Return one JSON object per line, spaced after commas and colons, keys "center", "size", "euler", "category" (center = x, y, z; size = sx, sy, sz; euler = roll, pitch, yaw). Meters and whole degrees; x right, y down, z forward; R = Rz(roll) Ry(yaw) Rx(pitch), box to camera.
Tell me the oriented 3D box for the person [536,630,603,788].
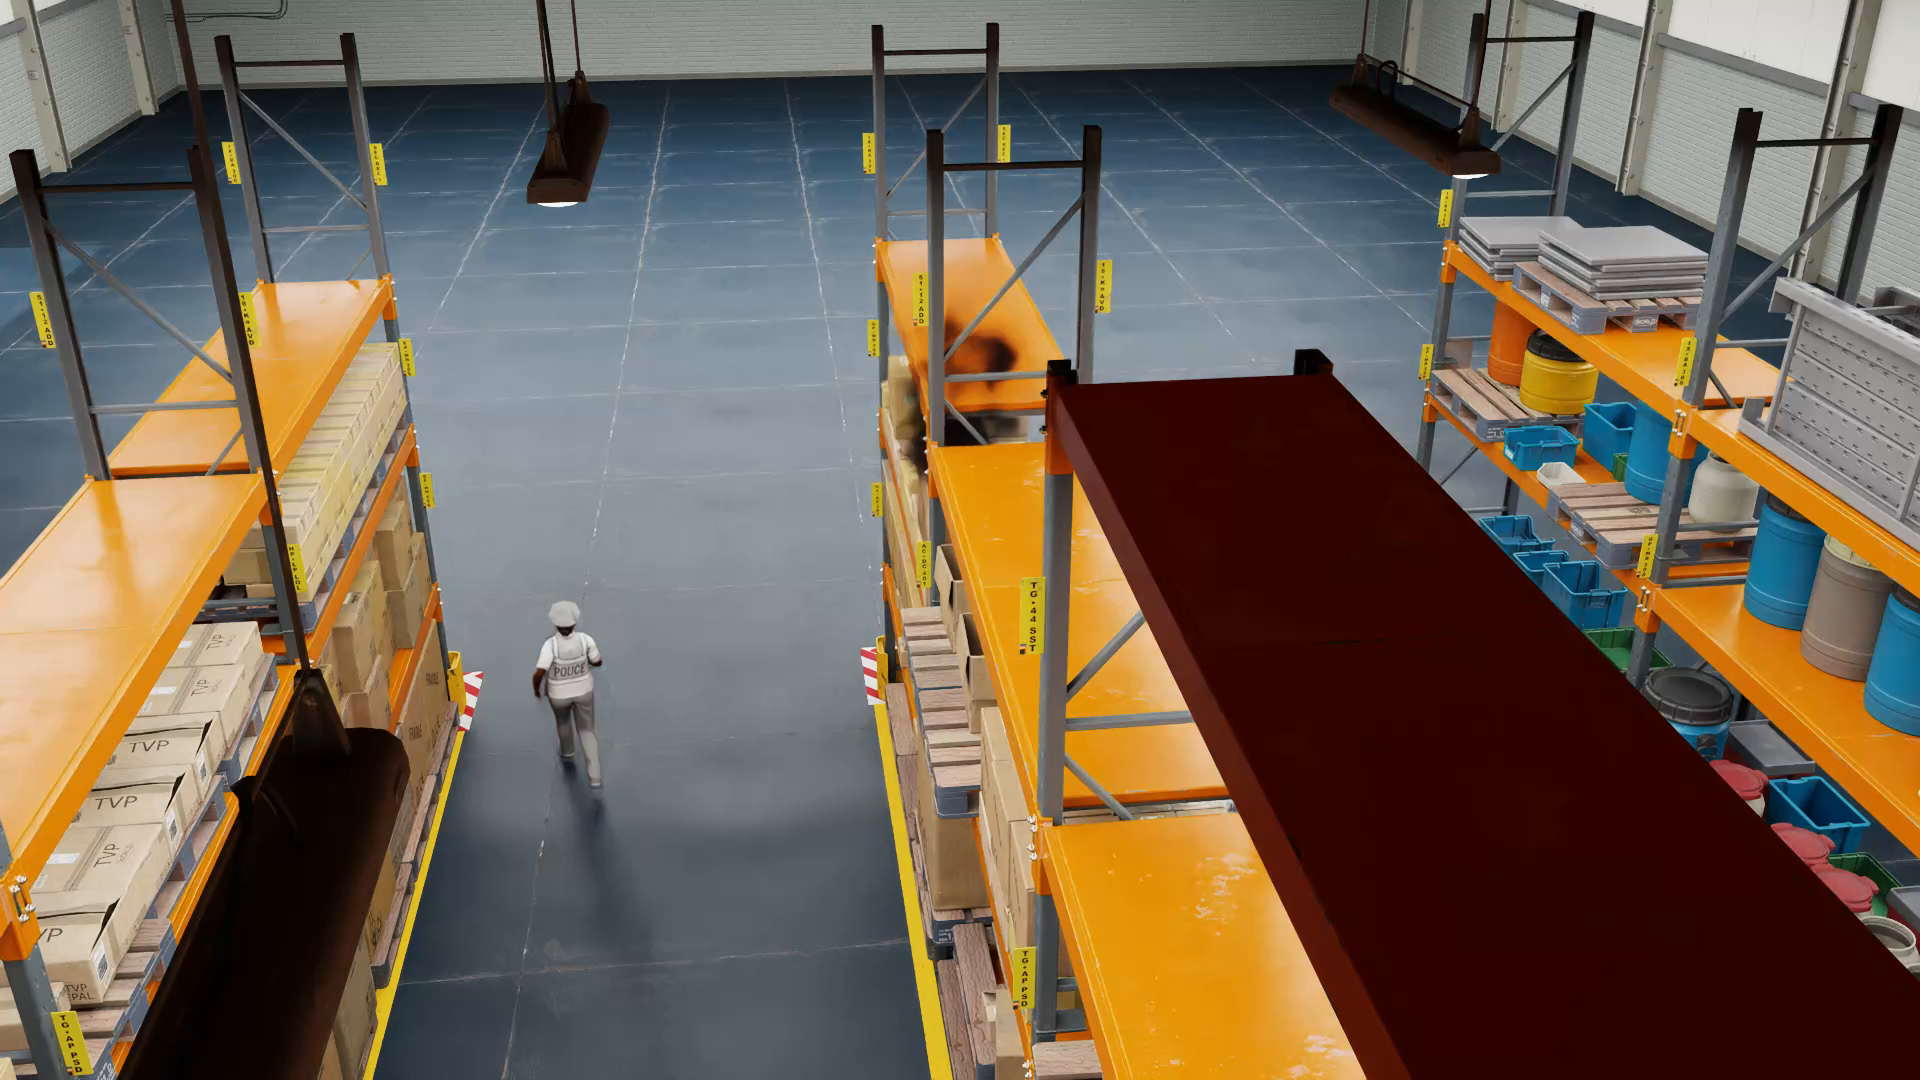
{"center": [-3.241, 1.366, 13.927], "size": [0.535, 1.431, 0.995], "euler": [-8, 27, -16], "category": "person"}
